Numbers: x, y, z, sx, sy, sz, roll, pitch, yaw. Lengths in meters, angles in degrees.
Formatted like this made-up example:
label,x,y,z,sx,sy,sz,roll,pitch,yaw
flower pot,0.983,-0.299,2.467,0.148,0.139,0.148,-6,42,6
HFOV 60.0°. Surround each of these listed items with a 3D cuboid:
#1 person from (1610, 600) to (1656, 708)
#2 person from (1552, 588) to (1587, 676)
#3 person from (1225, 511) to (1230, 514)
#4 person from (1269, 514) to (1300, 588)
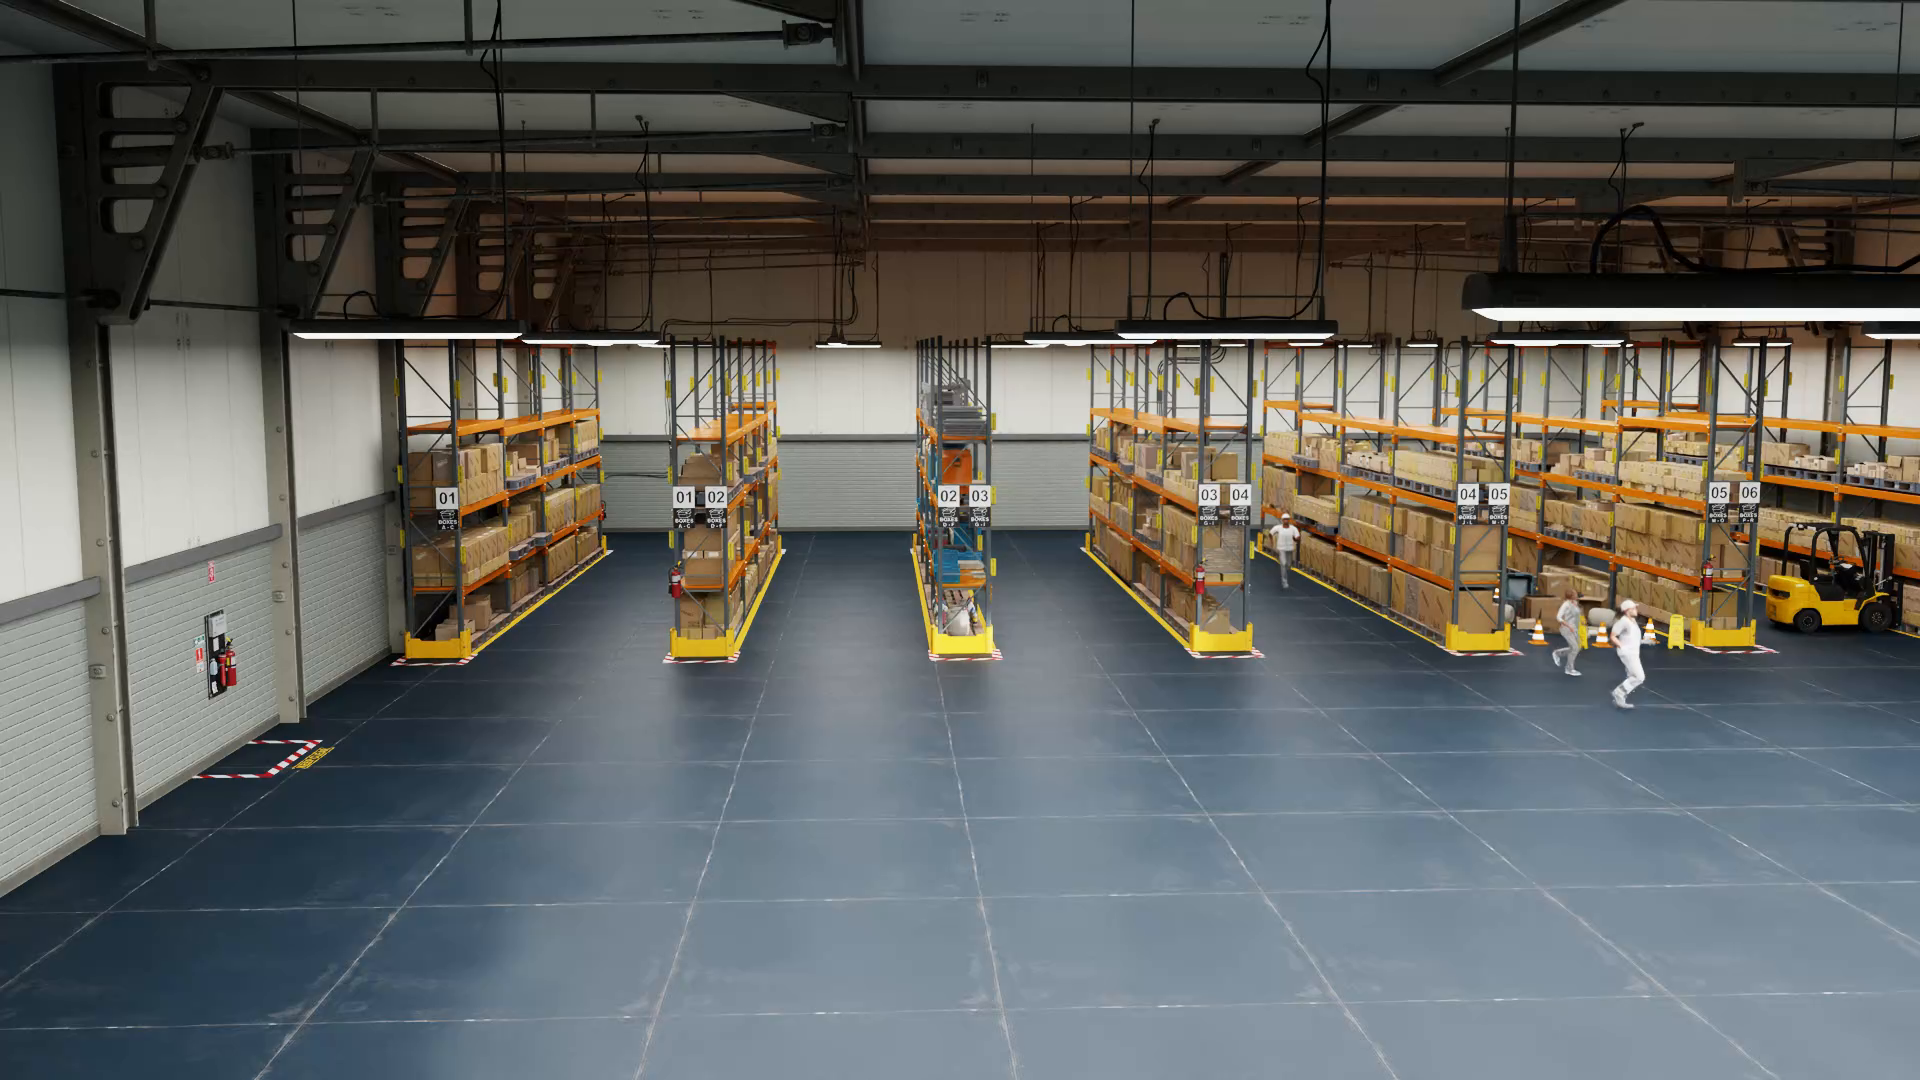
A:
label,x,y,z,sx,sy,sz,roll,pitch,yaw
person,10.734,1.835,26.519,0.584,1.742,0.643,5,8,36
person,10.757,1.611,29.449,0.529,1.556,0.602,-6,9,-42
person,7.763,-0.628,48.646,0.844,1.728,0.651,6,9,44
person,7.900,0.236,40.371,0.700,1.752,0.989,0,7,-4
